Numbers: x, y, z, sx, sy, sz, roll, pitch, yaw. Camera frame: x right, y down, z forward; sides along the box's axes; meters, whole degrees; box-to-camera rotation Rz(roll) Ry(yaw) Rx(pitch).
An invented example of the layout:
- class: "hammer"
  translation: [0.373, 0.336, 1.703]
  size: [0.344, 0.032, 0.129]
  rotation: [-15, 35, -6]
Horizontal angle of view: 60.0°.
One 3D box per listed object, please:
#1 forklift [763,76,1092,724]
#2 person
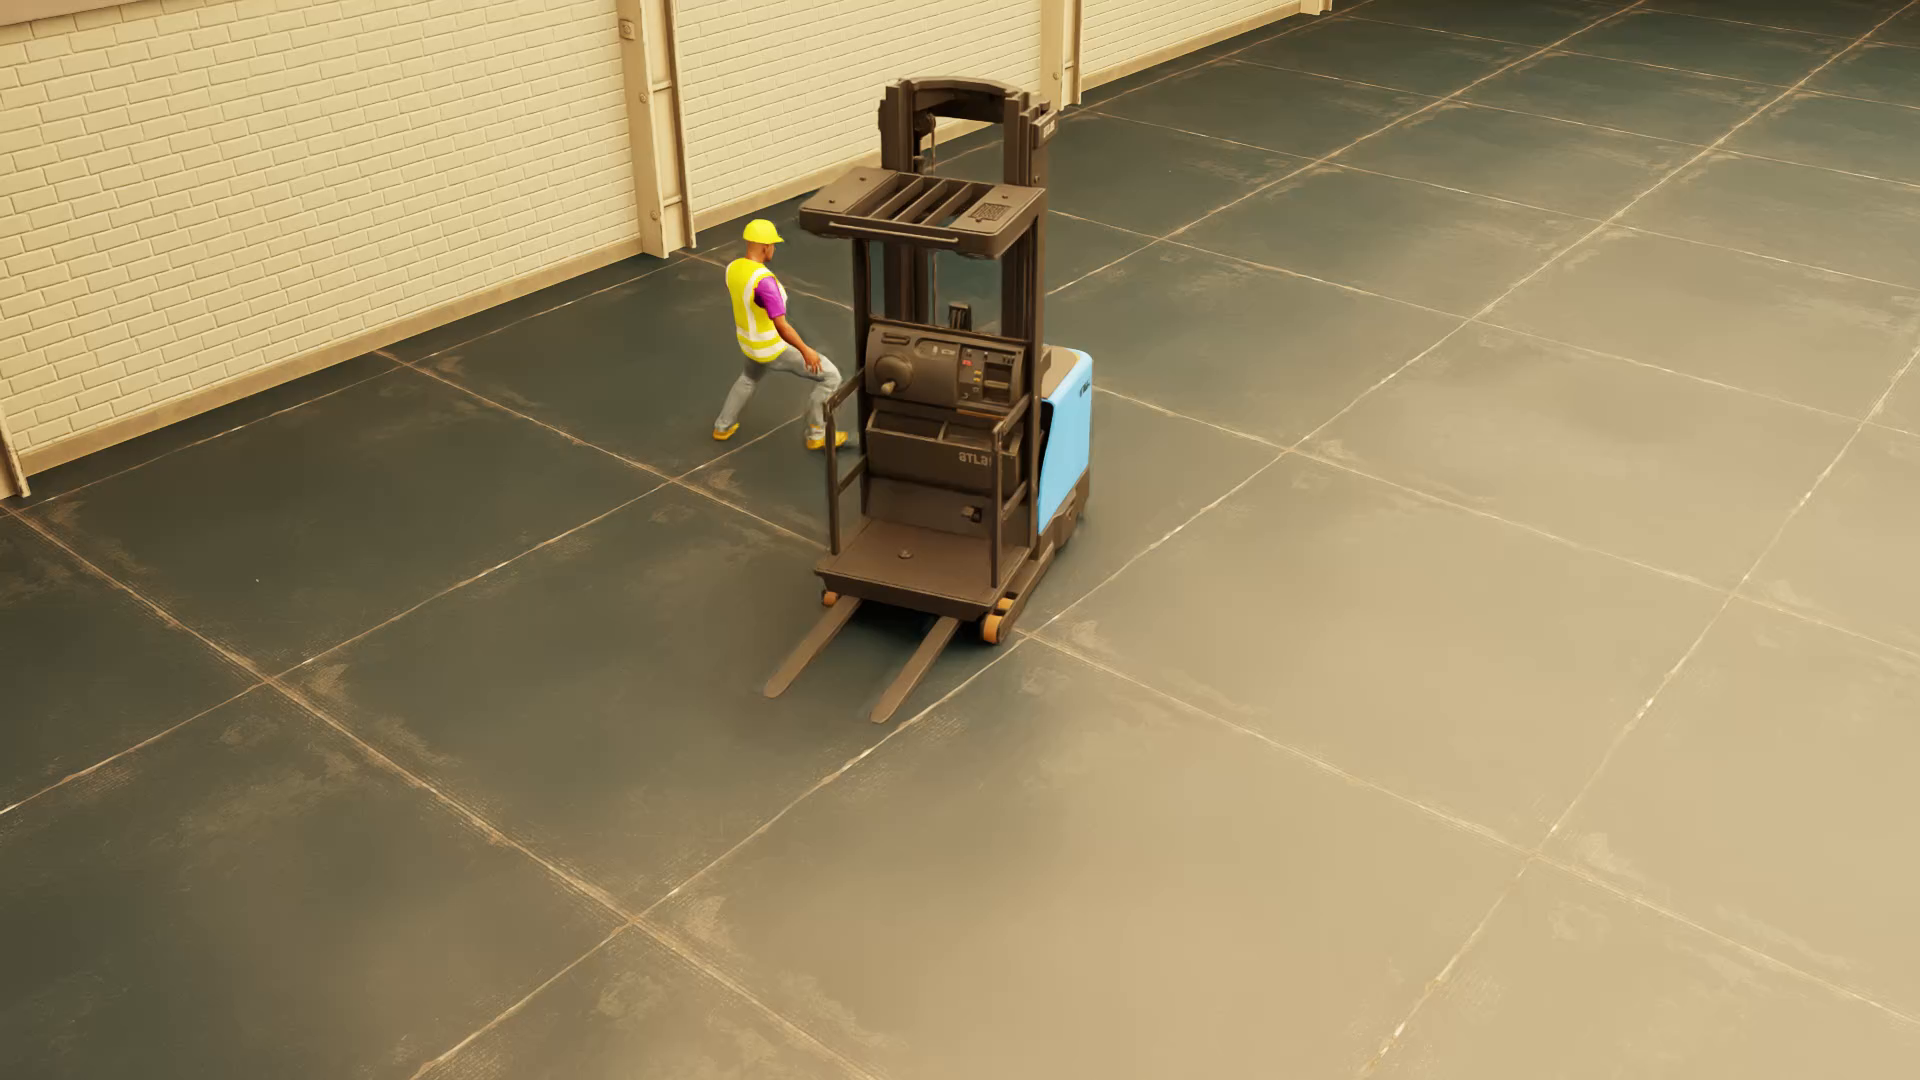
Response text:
- class: "forklift"
  translation: [-0.166, -0.912, 9.155]
  size: [1.130, 2.935, 3.031]
  rotation: [11, 32, 18]
- class: "person"
  translation: [-1.313, -1.404, 11.331]
  size: [0.720, 1.630, 1.020]
  rotation: [-19, 35, -29]
